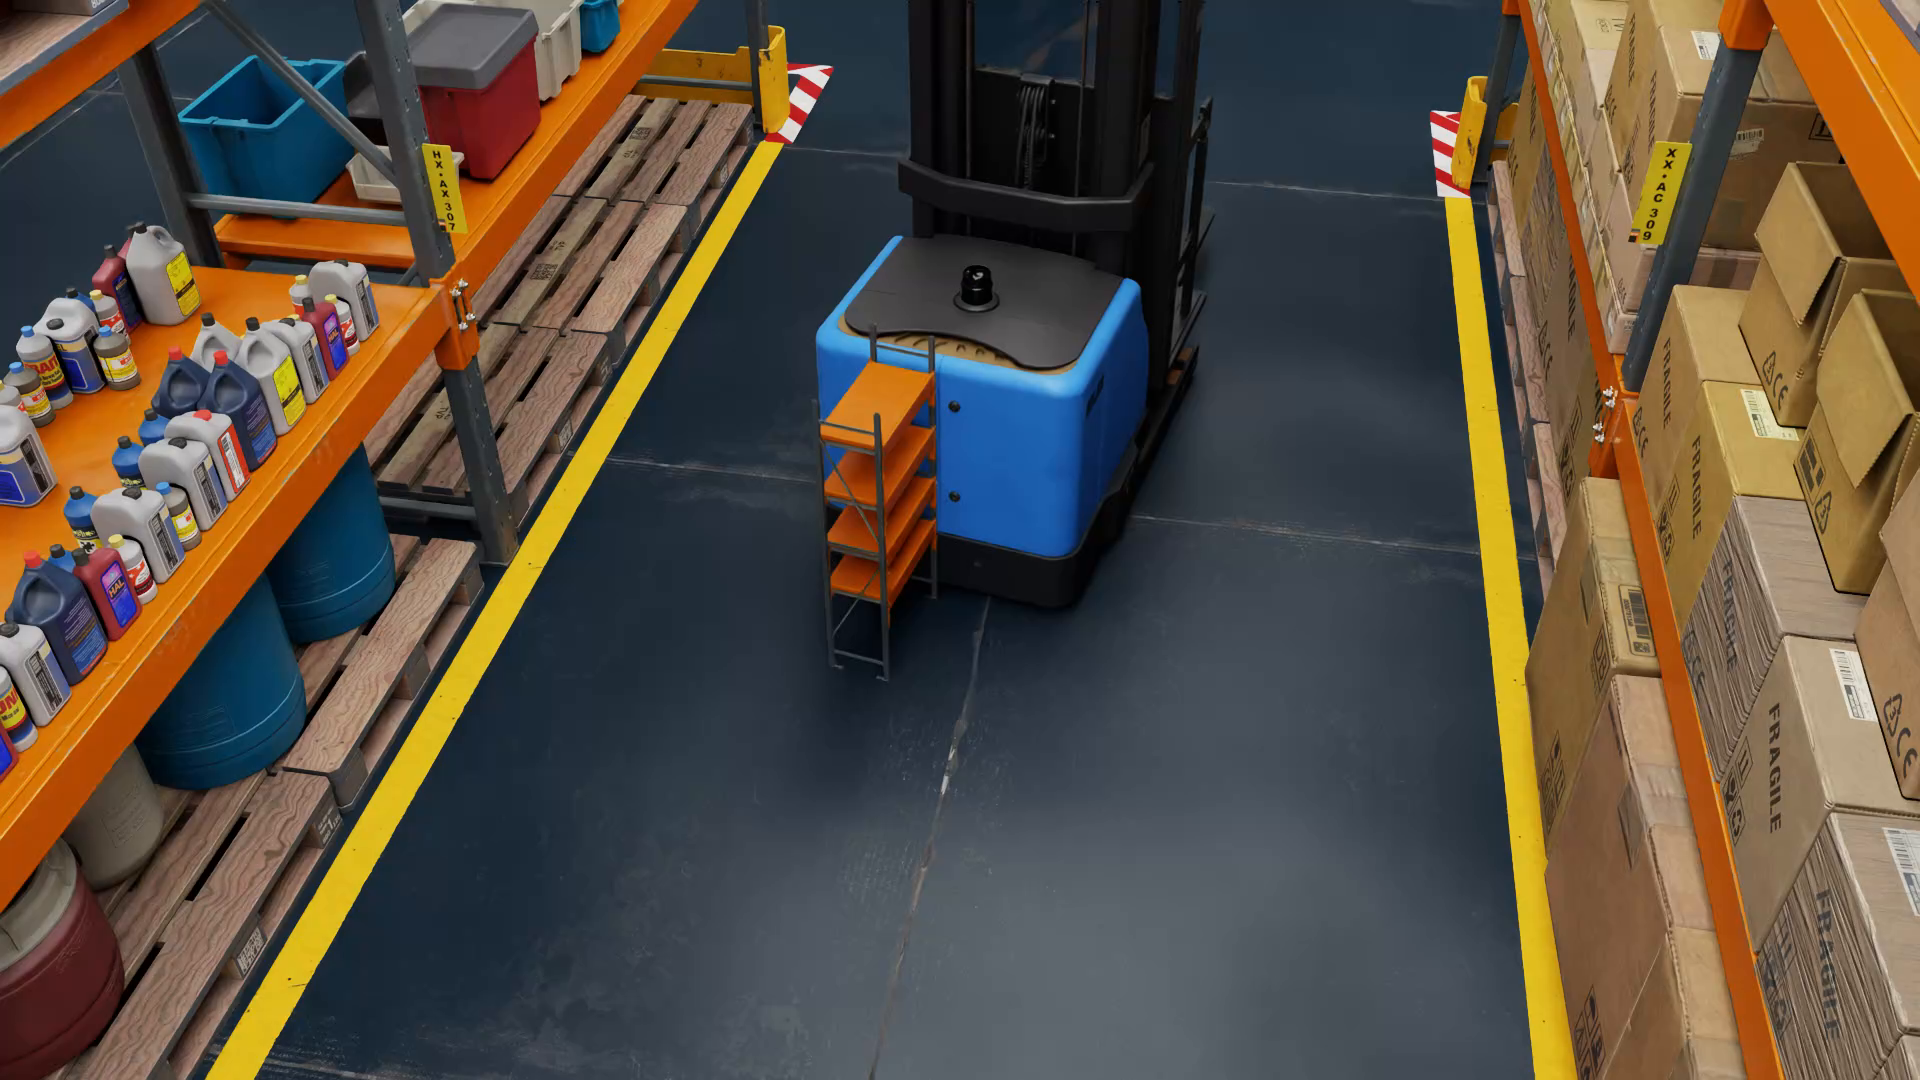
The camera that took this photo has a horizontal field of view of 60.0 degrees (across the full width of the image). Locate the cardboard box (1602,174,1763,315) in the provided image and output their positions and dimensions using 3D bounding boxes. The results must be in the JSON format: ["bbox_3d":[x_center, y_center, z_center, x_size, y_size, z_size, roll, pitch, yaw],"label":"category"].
[{"bbox_3d":[2.418,-0.954,5.434,0.500,0.250,0.500,6,40,7],"label":"cardboard box"}]

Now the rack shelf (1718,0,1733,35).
[{"bbox_3d":[2.947,-2.725,5.903,1.077,0.370,4.000,6,40,8],"label":"rack shelf"}]

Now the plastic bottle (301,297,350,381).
[{"bbox_3d":[-2.023,-0.659,5.285,0.061,0.283,0.133,6,40,8],"label":"plastic bottle"}]

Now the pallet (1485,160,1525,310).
[{"bbox_3d":[3.231,-1.517,8.419,1.003,0.211,1.213,6,40,8],"label":"pallet"}]

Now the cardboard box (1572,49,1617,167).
[{"bbox_3d":[2.594,-1.600,6.215,0.500,0.250,0.500,7,40,9],"label":"cardboard box"}]

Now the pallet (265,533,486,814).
[{"bbox_3d":[-2.452,0.417,6.080,1.003,0.211,1.213,6,40,8],"label":"pallet"}]

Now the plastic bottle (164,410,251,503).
[{"bbox_3d":[-2.178,-0.261,4.809,0.152,0.276,0.135,6,40,8],"label":"plastic bottle"}]

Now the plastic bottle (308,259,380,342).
[{"bbox_3d":[-2.027,-0.807,5.469,0.152,0.276,0.135,6,40,8],"label":"plastic bottle"}]

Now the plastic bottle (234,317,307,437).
[{"bbox_3d":[-2.114,-0.506,5.046,0.144,0.351,0.185,6,40,8],"label":"plastic bottle"}]

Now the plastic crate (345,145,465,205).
[{"bbox_3d":[-2.056,-1.335,6.171,0.396,0.136,0.243,6,40,8],"label":"plastic crate"}]

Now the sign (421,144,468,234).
[{"bbox_3d":[-1.736,-1.182,5.609,0.100,0.325,0.005,6,40,8],"label":"sign"}]

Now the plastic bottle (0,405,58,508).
[{"bbox_3d":[-2.743,-0.243,4.788,0.152,0.276,0.135,6,40,8],"label":"plastic bottle"}]

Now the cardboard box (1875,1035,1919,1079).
[{"bbox_3d":[1.842,1.231,2.828,0.500,0.500,0.500,6,40,7],"label":"cardboard box"}]

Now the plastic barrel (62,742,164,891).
[{"bbox_3d":[-2.697,0.788,5.066,0.421,0.512,0.421,0,40,0],"label":"plastic barrel"}]

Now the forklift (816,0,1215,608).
[{"bbox_3d":[0.450,-1.817,6.648,1.130,2.935,3.031,13,41,16],"label":"forklift"}]

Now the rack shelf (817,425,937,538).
[{"bbox_3d":[-0.286,-0.235,5.847,0.258,0.148,0.480,13,41,16],"label":"rack shelf"}]

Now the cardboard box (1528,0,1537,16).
[{"bbox_3d":[2.819,-2.497,7.613,0.380,0.149,0.250,6,40,7],"label":"cardboard box"}]

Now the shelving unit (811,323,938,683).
[{"bbox_3d":[-0.286,-0.114,5.946,0.258,1.200,0.503,13,41,16],"label":"shelving unit"}]

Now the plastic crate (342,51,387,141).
[{"bbox_3d":[-2.349,-1.787,6.726,0.437,0.125,0.590,6,40,8],"label":"plastic crate"}]

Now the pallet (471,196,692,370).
[{"bbox_3d":[-1.980,-1.296,8.152,1.003,0.211,1.213,6,40,8],"label":"pallet"}]

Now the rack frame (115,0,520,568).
[{"bbox_3d":[-2.278,-1.138,5.772,1.000,3.000,0.127,6,40,8],"label":"rack frame"}]

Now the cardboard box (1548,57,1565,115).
[{"bbox_3d":[2.641,-1.853,6.834,0.380,0.149,0.250,5,40,7],"label":"cardboard box"}]

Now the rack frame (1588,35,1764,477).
[{"bbox_3d":[2.601,-0.591,5.111,1.000,3.000,0.127,6,40,8],"label":"rack frame"}]

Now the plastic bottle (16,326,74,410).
[{"bbox_3d":[-2.843,-0.540,5.150,0.097,0.271,0.097,0,40,0],"label":"plastic bottle"}]

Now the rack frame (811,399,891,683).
[{"bbox_3d":[-0.370,0.032,5.770,0.240,1.200,0.015,13,41,16],"label":"rack frame"}]

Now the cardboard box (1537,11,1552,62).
[{"bbox_3d":[2.730,-2.173,7.222,0.380,0.149,0.250,6,40,7],"label":"cardboard box"}]

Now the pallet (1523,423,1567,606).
[{"bbox_3d":[2.809,0.015,6.567,1.003,0.211,1.213,6,40,8],"label":"pallet"}]

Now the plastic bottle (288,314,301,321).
[{"bbox_3d":[-2.104,-0.625,5.308,0.097,0.201,0.097,0,40,0],"label":"plastic bottle"}]

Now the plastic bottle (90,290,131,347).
[{"bbox_3d":[-2.786,-0.720,5.422,0.097,0.201,0.097,0,40,0],"label":"plastic bottle"}]

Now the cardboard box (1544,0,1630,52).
[{"bbox_3d":[2.770,-2.245,6.996,0.500,0.250,0.500,5,40,6],"label":"cardboard box"}]

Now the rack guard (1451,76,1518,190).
[{"bbox_3d":[3.297,-2.153,8.962,1.175,0.500,0.348,6,40,8],"label":"rack guard"}]

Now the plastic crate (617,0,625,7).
[{"bbox_3d":[-1.670,-2.492,7.570,0.298,0.136,0.250,6,40,8],"label":"plastic crate"}]

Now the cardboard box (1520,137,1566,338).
[{"bbox_3d":[3.103,-1.463,7.504,0.875,0.875,0.875,6,40,8],"label":"cardboard box"}]

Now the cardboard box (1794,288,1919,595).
[{"bbox_3d":[2.368,-0.185,3.754,0.797,0.503,0.637,7,40,8],"label":"cardboard box"}]

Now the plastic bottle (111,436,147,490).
[{"bbox_3d":[-2.327,-0.177,4.711,0.097,0.271,0.097,0,40,0],"label":"plastic bottle"}]

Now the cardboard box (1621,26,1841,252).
[{"bbox_3d":[2.417,-1.255,5.210,0.500,0.500,0.500,7,40,9],"label":"cardboard box"}]

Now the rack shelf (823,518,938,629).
[{"bbox_3d":[-0.286,0.091,6.116,0.258,0.148,0.480,13,41,16],"label":"rack shelf"}]

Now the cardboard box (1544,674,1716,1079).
[{"bbox_3d":[2.356,1.030,4.488,1.225,0.875,0.875,5,40,6],"label":"cardboard box"}]

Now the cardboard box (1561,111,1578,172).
[{"bbox_3d":[2.553,-1.529,6.442,0.380,0.149,0.250,6,40,7],"label":"cardboard box"}]

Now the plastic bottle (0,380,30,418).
[{"bbox_3d":[-2.877,-0.391,5.025,0.097,0.201,0.097,0,40,0],"label":"plastic bottle"}]

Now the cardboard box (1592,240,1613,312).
[{"bbox_3d":[2.375,-0.884,5.662,0.380,0.149,0.250,7,40,9],"label":"cardboard box"}]

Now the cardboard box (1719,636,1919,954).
[{"bbox_3d":[2.017,0.586,3.609,0.500,0.500,0.500,7,40,9],"label":"cardboard box"}]

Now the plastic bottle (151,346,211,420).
[{"bbox_3d":[-2.288,-0.405,4.925,0.144,0.351,0.185,6,40,8],"label":"plastic bottle"}]

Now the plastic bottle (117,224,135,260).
[{"bbox_3d":[-2.761,-0.909,5.588,0.061,0.283,0.133,6,40,8],"label":"plastic bottle"}]

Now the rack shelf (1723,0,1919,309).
[{"bbox_3d":[2.254,-0.215,2.867,1.077,0.370,4.000,6,40,8],"label":"rack shelf"}]

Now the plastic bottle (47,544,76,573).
[{"bbox_3d":[-2.318,0.124,4.347,0.097,0.271,0.097,0,40,0],"label":"plastic bottle"}]

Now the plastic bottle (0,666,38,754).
[{"bbox_3d":[-2.330,0.392,4.023,0.097,0.271,0.097,0,40,0],"label":"plastic bottle"}]

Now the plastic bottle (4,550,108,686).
[{"bbox_3d":[-2.305,0.186,4.210,0.144,0.351,0.185,6,40,8],"label":"plastic bottle"}]

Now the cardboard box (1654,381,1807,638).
[{"bbox_3d":[2.189,-0.053,4.382,0.500,0.500,0.500,6,40,8],"label":"cardboard box"}]

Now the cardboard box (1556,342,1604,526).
[{"bbox_3d":[2.794,-0.340,6.145,0.875,0.875,0.875,6,40,8],"label":"cardboard box"}]

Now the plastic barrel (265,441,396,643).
[{"bbox_3d":[-2.389,-0.151,5.896,0.600,0.901,0.708,6,40,8],"label":"plastic barrel"}]

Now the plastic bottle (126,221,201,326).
[{"bbox_3d":[-2.665,-0.908,5.533,0.144,0.351,0.185,6,40,8],"label":"plastic bottle"}]

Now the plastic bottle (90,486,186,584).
[{"bbox_3d":[-2.241,-0.031,4.531,0.152,0.276,0.135,6,40,8],"label":"plastic bottle"}]

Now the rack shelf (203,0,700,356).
[{"bbox_3d":[-1.932,-2.115,7.519,1.077,0.370,4.000,6,40,8],"label":"rack shelf"}]
